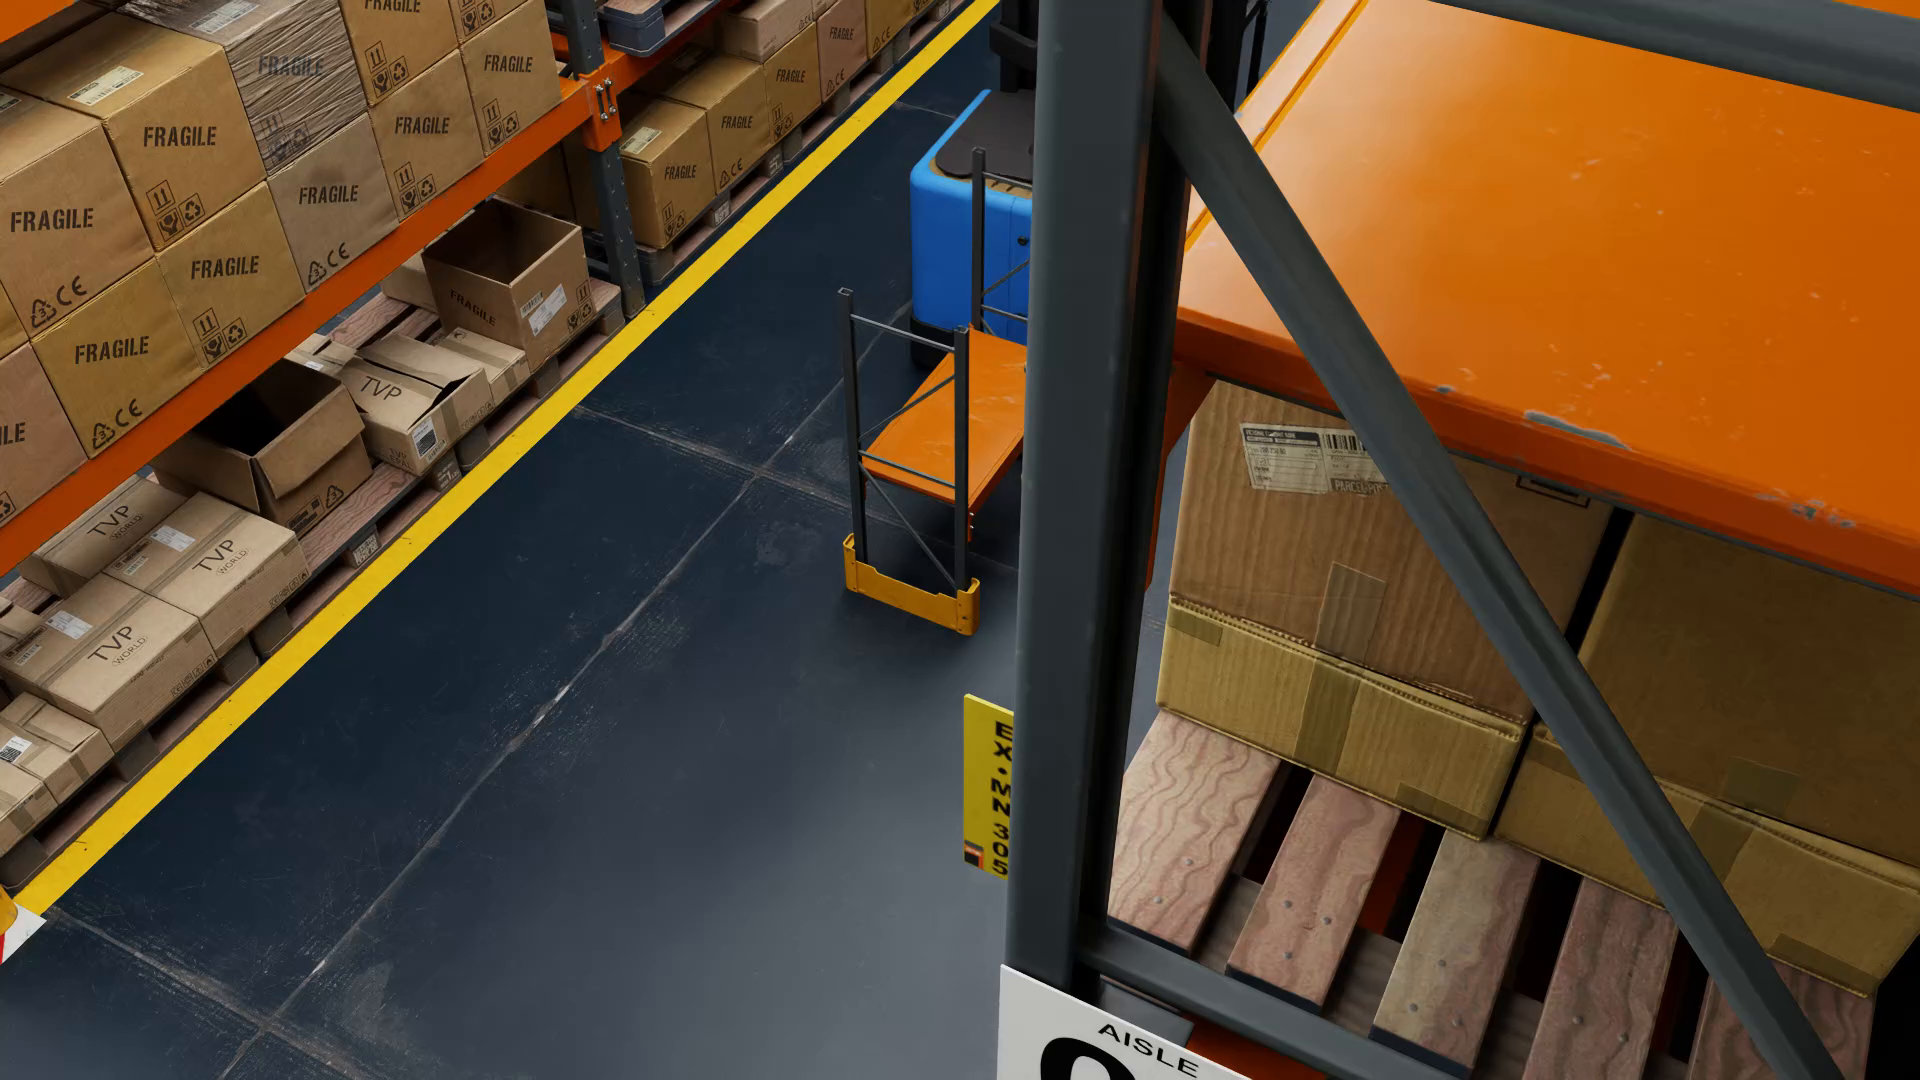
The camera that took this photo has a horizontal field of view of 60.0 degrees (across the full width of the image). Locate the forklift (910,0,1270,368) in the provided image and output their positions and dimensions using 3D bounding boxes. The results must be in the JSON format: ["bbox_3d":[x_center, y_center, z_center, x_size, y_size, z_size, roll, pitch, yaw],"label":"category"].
[{"bbox_3d":[0.857,-2.638,7.577,1.130,2.935,3.031,19,48,18],"label":"forklift"}]

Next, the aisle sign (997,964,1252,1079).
[{"bbox_3d":[0.225,0.860,2.243,0.394,0.787,0.004,20,49,19],"label":"aisle sign"}]

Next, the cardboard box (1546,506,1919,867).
[{"bbox_3d":[1.077,0.000,2.025,0.500,0.500,0.500,19,48,18],"label":"cardboard box"}]

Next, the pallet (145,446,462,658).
[{"bbox_3d":[-2.893,-0.141,7.021,1.003,0.211,1.213,20,49,19],"label":"pallet"}]

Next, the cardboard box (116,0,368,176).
[{"bbox_3d":[-2.484,-1.667,5.795,0.500,0.500,0.500,21,49,19],"label":"cardboard box"}]

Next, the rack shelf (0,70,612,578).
[{"bbox_3d":[-2.937,-0.812,6.230,1.077,0.370,4.000,20,49,19],"label":"rack shelf"}]

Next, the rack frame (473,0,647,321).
[{"bbox_3d":[-2.009,-2.325,7.219,1.000,3.000,0.127,20,49,19],"label":"rack frame"}]

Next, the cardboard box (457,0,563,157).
[{"bbox_3d":[-2.013,-1.961,6.788,0.500,0.500,0.500,21,49,20],"label":"cardboard box"}]

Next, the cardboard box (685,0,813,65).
[{"bbox_3d":[-1.104,-2.719,8.529,0.500,0.250,0.500,21,49,19],"label":"cardboard box"}]

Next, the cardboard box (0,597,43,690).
[{"bbox_3d":[-3.563,0.387,6.221,0.380,0.166,0.250,20,49,19],"label":"cardboard box"}]

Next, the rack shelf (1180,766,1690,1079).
[{"bbox_3d":[1.452,-0.234,3.549,1.077,0.370,4.000,20,49,19],"label":"rack shelf"}]

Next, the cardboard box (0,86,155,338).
[{"bbox_3d":[-2.953,-1.030,5.165,0.500,0.500,0.500,21,49,20],"label":"cardboard box"}]

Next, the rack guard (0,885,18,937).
[{"bbox_3d":[-3.830,1.026,5.665,1.175,0.500,0.348,20,49,19],"label":"rack guard"}]

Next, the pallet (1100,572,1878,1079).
[{"bbox_3d":[0.859,0.334,2.544,1.003,0.211,1.213,20,49,19],"label":"pallet"}]

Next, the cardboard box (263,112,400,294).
[{"bbox_3d":[-2.488,-1.311,6.146,0.500,0.500,0.500,22,49,20],"label":"cardboard box"}]

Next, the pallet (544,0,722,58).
[{"bbox_3d":[-1.541,-2.725,7.749,1.003,0.211,1.213,20,49,19],"label":"pallet"}]

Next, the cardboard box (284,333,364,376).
[{"bbox_3d":[-2.788,-0.743,7.338,0.380,0.166,0.250,20,49,19],"label":"cardboard box"}]

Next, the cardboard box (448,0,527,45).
[{"bbox_3d":[-2.014,-2.308,6.428,0.500,0.500,0.500,21,49,19],"label":"cardboard box"}]

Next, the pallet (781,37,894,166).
[{"bbox_3d":[-1.099,-2.641,9.492,1.003,0.211,1.213,20,49,19],"label":"pallet"}]

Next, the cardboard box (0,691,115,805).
[{"bbox_3d":[-3.251,0.728,5.884,0.380,0.166,0.250,20,49,19],"label":"cardboard box"}]

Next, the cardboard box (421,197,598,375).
[{"bbox_3d":[-2.022,-1.149,7.504,0.500,0.500,0.500,20,49,19],"label":"cardboard box"}]

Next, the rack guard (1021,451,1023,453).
[{"bbox_3d":[0.267,-0.450,7.299,0.587,0.250,0.087,20,49,19],"label":"rack guard"}]

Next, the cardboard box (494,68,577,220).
[{"bbox_3d":[-2.033,-2.007,8.352,0.500,0.500,0.500,20,49,19],"label":"cardboard box"}]

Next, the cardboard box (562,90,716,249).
[{"bbox_3d":[-1.568,-1.825,8.173,0.500,0.500,0.500,18,48,17],"label":"cardboard box"}]

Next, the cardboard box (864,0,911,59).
[{"bbox_3d":[-0.618,-3.128,9.461,0.500,0.500,0.500,19,48,18],"label":"cardboard box"}]

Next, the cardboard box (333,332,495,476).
[{"bbox_3d":[-2.370,-0.610,7.105,0.500,0.311,0.500,20,49,19],"label":"cardboard box"}]

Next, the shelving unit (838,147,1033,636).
[{"bbox_3d":[0.035,-0.575,6.544,0.587,1.500,1.083,20,49,19],"label":"shelving unit"}]

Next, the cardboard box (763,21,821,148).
[{"bbox_3d":[-1.092,-2.477,8.818,0.500,0.500,0.500,21,49,20],"label":"cardboard box"}]

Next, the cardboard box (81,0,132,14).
[{"bbox_3d":[-2.955,-1.859,5.985,0.500,0.500,0.500,19,48,18],"label":"cardboard box"}]

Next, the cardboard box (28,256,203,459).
[{"bbox_3d":[-2.956,-0.675,5.518,0.500,0.500,0.500,20,49,19],"label":"cardboard box"}]

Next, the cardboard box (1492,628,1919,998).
[{"bbox_3d":[1.080,0.265,2.290,0.500,0.250,0.500,23,50,21],"label":"cardboard box"}]

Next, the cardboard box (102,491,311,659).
[{"bbox_3d":[-2.898,0.128,6.419,0.500,0.250,0.500,20,49,19],"label":"cardboard box"}]

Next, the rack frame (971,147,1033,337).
[{"bbox_3d":[0.276,-0.901,6.866,0.500,1.500,0.032,20,49,19],"label":"rack frame"}]
